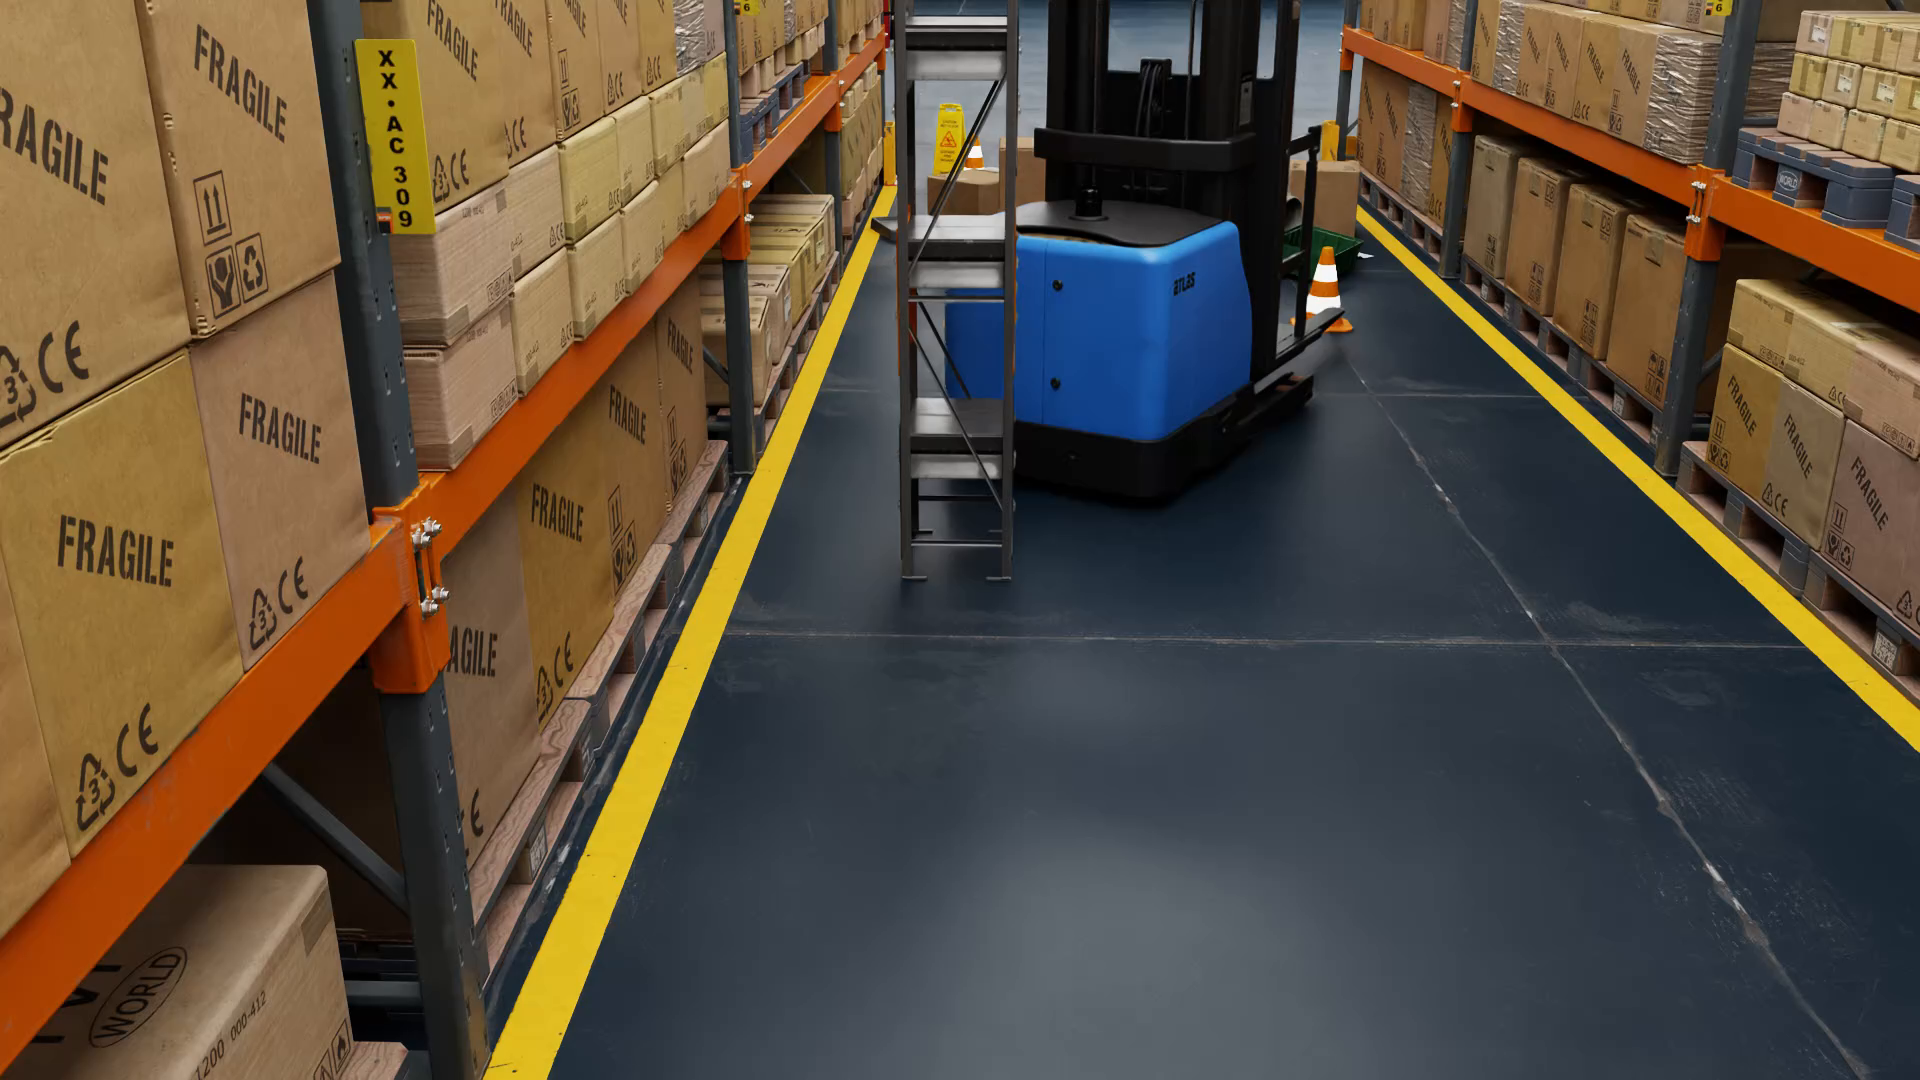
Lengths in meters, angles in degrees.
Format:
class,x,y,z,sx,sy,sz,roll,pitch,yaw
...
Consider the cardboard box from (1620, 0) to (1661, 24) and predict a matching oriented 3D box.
class,x,y,z,sx,sy,sz,roll,pitch,yaw
cardboard box,3.603,-2.725,7.884,0.700,0.500,0.500,0,21,1

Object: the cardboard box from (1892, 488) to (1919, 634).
class,x,y,z,sx,sy,sz,roll,pitch,yaw
cardboard box,3.237,0.093,5.017,0.500,0.500,0.500,0,21,0

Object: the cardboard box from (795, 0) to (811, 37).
class,x,y,z,sx,sy,sz,roll,pitch,yaw
cardboard box,-1.097,-2.991,8.961,0.500,0.500,0.500,1,21,3

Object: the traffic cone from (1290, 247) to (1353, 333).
class,x,y,z,sx,sy,sz,roll,pitch,yaw
traffic cone,2.124,-1.476,9.694,0.336,0.463,0.334,1,21,2

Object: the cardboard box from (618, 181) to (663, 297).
class,x,y,z,sx,sy,sz,roll,pitch,yaw
cardboard box,-1.173,-0.892,4.888,0.500,0.250,0.500,0,21,1

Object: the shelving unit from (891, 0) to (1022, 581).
class,x,y,z,sx,sy,sz,roll,pitch,yaw
shelving unit,-0.005,-0.919,5.995,0.431,2.100,0.503,1,21,2

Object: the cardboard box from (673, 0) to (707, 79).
class,x,y,z,sx,sy,sz,roll,pitch,yaw
cardboard box,-1.160,-1.836,5.595,0.500,0.500,0.500,1,21,3

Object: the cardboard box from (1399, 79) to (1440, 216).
class,x,y,z,sx,sy,sz,roll,pitch,yaw
cardboard box,3.787,-2.885,12.175,0.875,0.875,0.875,1,21,2

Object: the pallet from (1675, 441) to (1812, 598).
class,x,y,z,sx,sy,sz,roll,pitch,yaw
pallet,3.527,-0.099,6.491,1.003,0.211,1.213,1,21,2

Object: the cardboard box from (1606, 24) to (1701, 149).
class,x,y,z,sx,sy,sz,roll,pitch,yaw
cardboard box,3.314,-2.074,7.589,0.500,0.500,0.500,1,21,2

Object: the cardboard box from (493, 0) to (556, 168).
class,x,y,z,sx,sy,sz,roll,pitch,yaw
cardboard box,-1.232,-1.106,3.712,0.500,0.500,0.500,1,21,1

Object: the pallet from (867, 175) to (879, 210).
class,x,y,z,sx,sy,sz,roll,pitch,yaw
pallet,-1.218,-2.971,13.894,1.003,0.211,1.213,1,21,2

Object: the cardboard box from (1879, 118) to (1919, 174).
class,x,y,z,sx,sy,sz,roll,pitch,yaw
cardboard box,3.314,-1.308,5.520,0.380,0.149,0.250,2,21,4

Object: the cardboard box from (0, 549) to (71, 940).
class,x,y,z,sx,sy,sz,roll,pitch,yaw
cardboard box,-1.290,0.239,1.628,0.500,0.500,0.500,0,21,1

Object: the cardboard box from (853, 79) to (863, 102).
class,x,y,z,sx,sy,sz,roll,pitch,yaw
cardboard box,-0.906,-3.249,12.044,0.380,0.149,0.250,2,21,5

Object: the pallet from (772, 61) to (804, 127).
class,x,y,z,sx,sy,sz,roll,pitch,yaw
pallet,-1.379,-2.326,8.642,1.003,0.211,1.213,1,21,2

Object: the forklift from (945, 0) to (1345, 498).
class,x,y,z,sx,sy,sz,roll,pitch,yaw
forklift,1.090,-2.026,7.699,1.130,2.935,3.031,12,24,28

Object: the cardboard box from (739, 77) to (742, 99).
class,x,y,z,sx,sy,sz,roll,pitch,yaw
cardboard box,-1.161,-1.995,7.291,0.380,0.149,0.250,-1,21,-2

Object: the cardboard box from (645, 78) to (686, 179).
class,x,y,z,sx,sy,sz,roll,pitch,yaw
cardboard box,-1.166,-1.314,5.284,0.500,0.250,0.500,0,21,0

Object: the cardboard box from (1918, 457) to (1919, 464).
class,x,y,z,sx,sy,sz,roll,pitch,yaw
cardboard box,3.231,-0.264,4.901,0.500,0.250,0.500,0,21,-1

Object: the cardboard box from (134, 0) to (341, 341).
class,x,y,z,sx,sy,sz,roll,pitch,yaw
cardboard box,-1.259,-0.592,2.387,0.500,0.500,0.500,0,21,1

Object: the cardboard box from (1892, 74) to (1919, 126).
class,x,y,z,sx,sy,sz,roll,pitch,yaw
cardboard box,3.319,-1.440,5.449,0.380,0.149,0.250,1,21,2

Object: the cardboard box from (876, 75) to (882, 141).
class,x,y,z,sx,sy,sz,roll,pitch,yaw
cardboard box,-0.919,-3.563,13.748,0.500,0.500,0.500,1,21,2

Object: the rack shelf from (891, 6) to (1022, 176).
class,x,y,z,sx,sy,sz,roll,pitch,yaw
rack shelf,-0.005,-1.559,5.747,0.431,0.518,0.480,1,21,2

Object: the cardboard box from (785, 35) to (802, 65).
class,x,y,z,sx,sy,sz,roll,pitch,yaw
cardboard box,-1.062,-2.666,9.021,0.380,0.149,0.250,1,21,2

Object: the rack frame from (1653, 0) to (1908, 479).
class,x,y,z,sx,sy,sz,roll,pitch,yaw
rack frame,3.552,-1.681,6.715,1.000,3.000,0.127,1,21,2

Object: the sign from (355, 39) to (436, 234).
class,x,y,z,sx,sy,sz,roll,pitch,yaw
sign,-0.965,-0.688,2.849,0.100,0.325,0.005,1,21,2

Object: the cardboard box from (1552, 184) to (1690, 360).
class,x,y,z,sx,sy,sz,roll,pitch,yaw
cardboard box,3.684,-1.363,8.426,1.050,0.750,0.750,1,21,2

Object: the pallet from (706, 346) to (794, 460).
class,x,y,z,sx,sy,sz,roll,pitch,yaw
pallet,-1.373,-0.682,7.994,1.003,0.211,1.213,1,21,2

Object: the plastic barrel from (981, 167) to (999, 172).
class,x,y,z,sx,sy,sz,roll,pitch,yaw
plastic barrel,0.295,-2.627,12.714,0.512,0.421,0.421,18,27,38

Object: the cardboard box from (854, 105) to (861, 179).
class,x,y,z,sx,sy,sz,roll,pitch,yaw
cardboard box,-0.985,-2.813,11.816,0.500,0.500,0.500,1,21,4

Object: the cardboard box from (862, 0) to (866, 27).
class,x,y,z,sx,sy,sz,roll,pitch,yaw
cardboard box,-0.969,-4.033,12.226,0.500,0.500,0.500,1,21,2

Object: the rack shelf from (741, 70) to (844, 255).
class,x,y,z,sx,sy,sz,roll,pitch,yaw
rack shelf,-1.338,-2.087,8.755,1.077,0.370,4.000,1,21,2

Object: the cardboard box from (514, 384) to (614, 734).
class,x,y,z,sx,sy,sz,roll,pitch,yaw
cardboard box,-1.562,-0.010,4.764,0.875,0.875,0.875,1,21,3

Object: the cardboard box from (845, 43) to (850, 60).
class,x,y,z,sx,sy,sz,roll,pitch,yaw
cardboard box,-0.971,-3.416,11.533,0.380,0.149,0.250,1,21,3

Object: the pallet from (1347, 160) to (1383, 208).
class,x,y,z,sx,sy,sz,roll,pitch,yaw
pallet,3.849,-2.984,13.927,1.003,0.211,1.213,1,21,2

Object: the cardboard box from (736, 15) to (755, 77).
class,x,y,z,sx,sy,sz,roll,pitch,yaw
cardboard box,-1.154,-2.240,7.026,0.500,0.500,0.500,0,21,0

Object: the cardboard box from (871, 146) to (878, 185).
class,x,y,z,sx,sy,sz,roll,pitch,yaw
cardboard box,-0.935,-3.023,13.394,0.500,0.250,0.500,1,21,2

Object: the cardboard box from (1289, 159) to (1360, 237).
class,x,y,z,sx,sy,sz,roll,pitch,yaw
cardboard box,2.695,-2.536,12.370,0.500,0.500,0.500,4,22,11

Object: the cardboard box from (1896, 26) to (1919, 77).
class,x,y,z,sx,sy,sz,roll,pitch,yaw
cardboard box,3.319,-1.591,5.426,0.380,0.149,0.250,0,21,-1

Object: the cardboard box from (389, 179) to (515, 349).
class,x,y,z,sx,sy,sz,roll,pitch,yaw
cardboard box,-1.225,-0.572,3.373,0.500,0.250,0.500,0,21,0

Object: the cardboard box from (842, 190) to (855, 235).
class,x,y,z,sx,sy,sz,roll,pitch,yaw
cardboard box,-0.989,-2.270,11.452,0.500,0.250,0.500,0,21,-1

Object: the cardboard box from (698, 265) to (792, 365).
class,x,y,z,sx,sy,sz,roll,pitch,yaw
cardboard box,-1.357,-1.141,8.375,0.950,0.372,0.625,0,21,1

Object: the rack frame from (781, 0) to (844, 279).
class,x,y,z,sx,sy,sz,roll,pitch,yaw
rack frame,-1.277,-3.145,10.489,1.000,3.000,0.127,1,21,2

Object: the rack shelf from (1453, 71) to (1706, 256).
class,x,y,z,sx,sy,sz,roll,pitch,yaw
rack shelf,3.613,-2.069,8.709,1.077,0.370,4.000,1,21,2

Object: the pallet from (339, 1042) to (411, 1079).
class,x,y,z,sx,sy,sz,roll,pitch,yaw
pallet,-1.622,1.321,2.832,1.003,0.211,1.213,1,21,2

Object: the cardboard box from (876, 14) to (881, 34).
class,x,y,z,sx,sy,sz,roll,pitch,yaw
cardboard box,-0.850,-4.244,13.668,0.380,0.149,0.250,0,21,1

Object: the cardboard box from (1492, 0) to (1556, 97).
class,x,y,z,sx,sy,sz,roll,pitch,yaw
cardboard box,3.374,-2.804,9.471,0.500,0.500,0.500,1,21,2

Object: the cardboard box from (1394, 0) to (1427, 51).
class,x,y,z,sx,sy,sz,roll,pitch,yaw
cardboard box,3.717,-3.917,12.269,0.875,0.550,0.500,1,21,2
